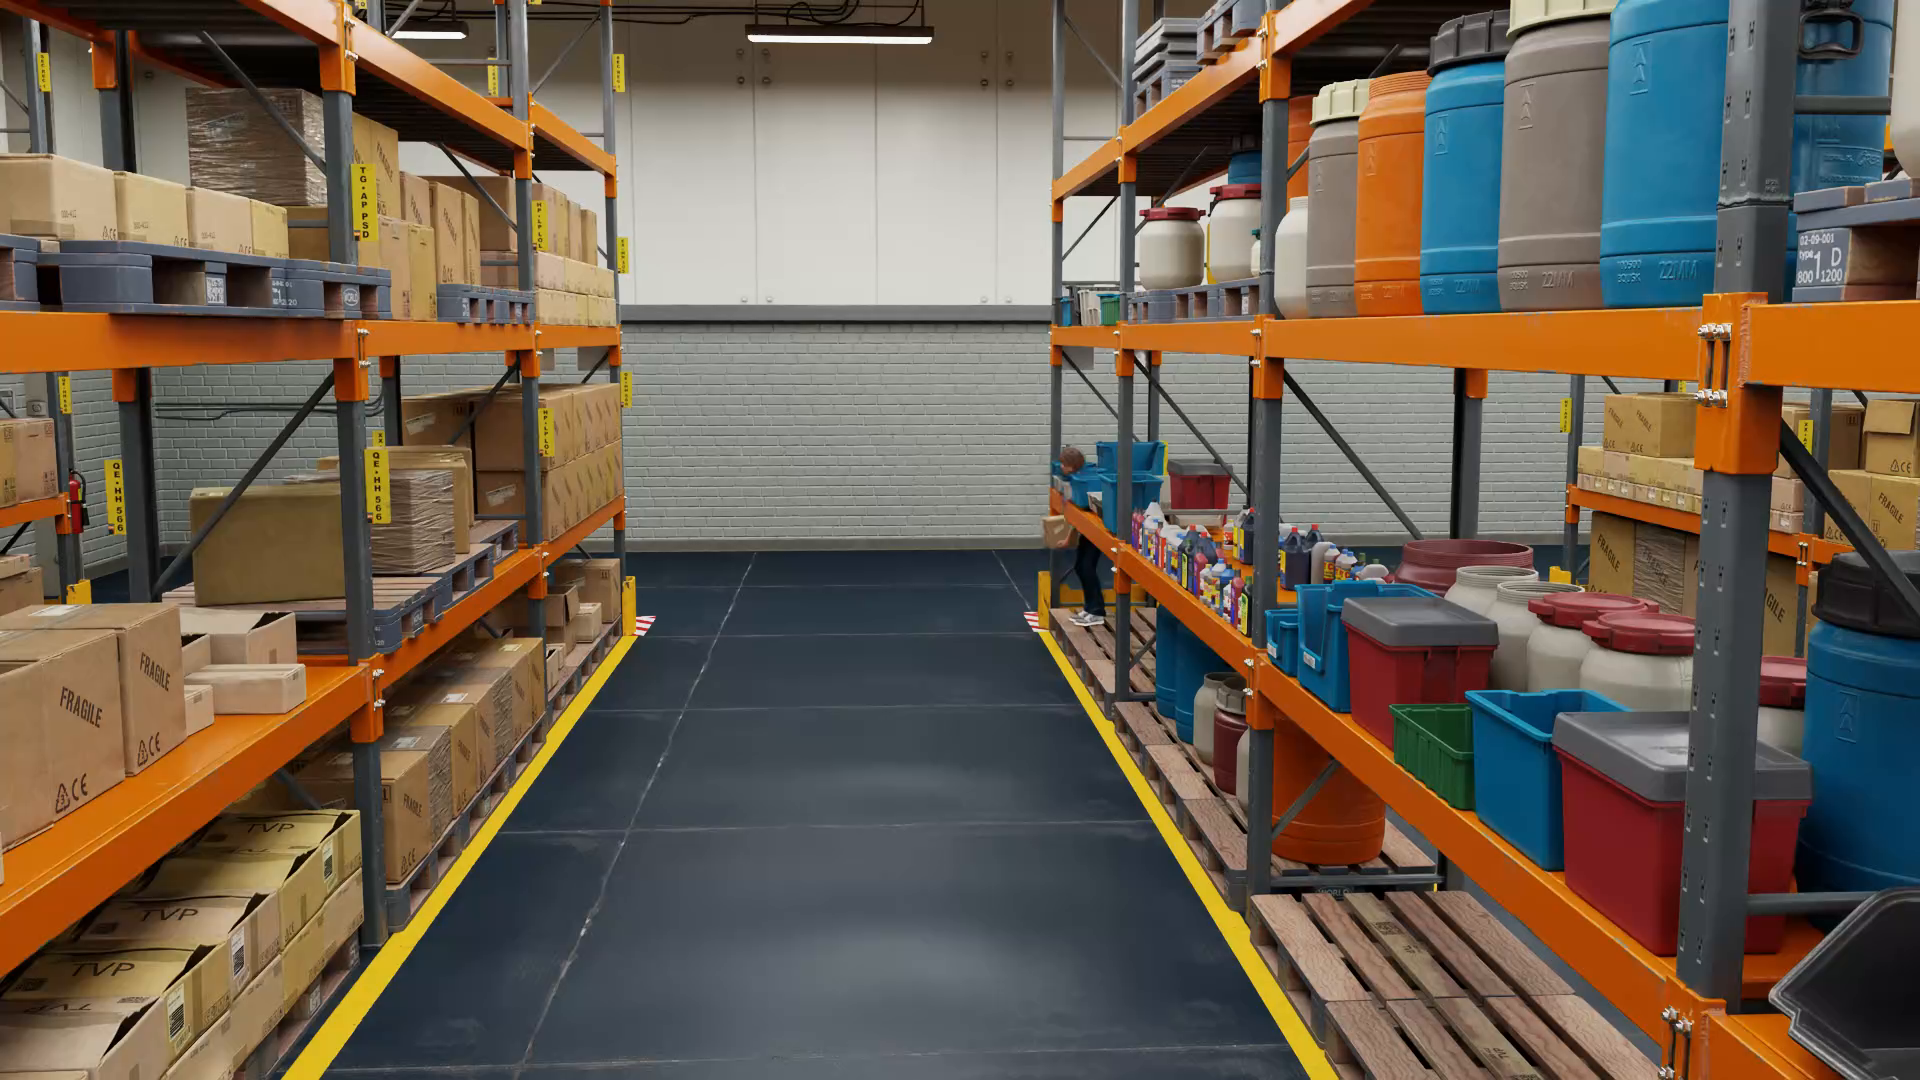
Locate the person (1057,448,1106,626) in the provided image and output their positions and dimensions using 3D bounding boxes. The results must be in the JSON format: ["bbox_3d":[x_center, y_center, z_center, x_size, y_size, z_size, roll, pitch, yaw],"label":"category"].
[{"bbox_3d":[1.068,-0.029,14.546,0.524,1.554,0.372,-1,7,-10],"label":"person"}]
